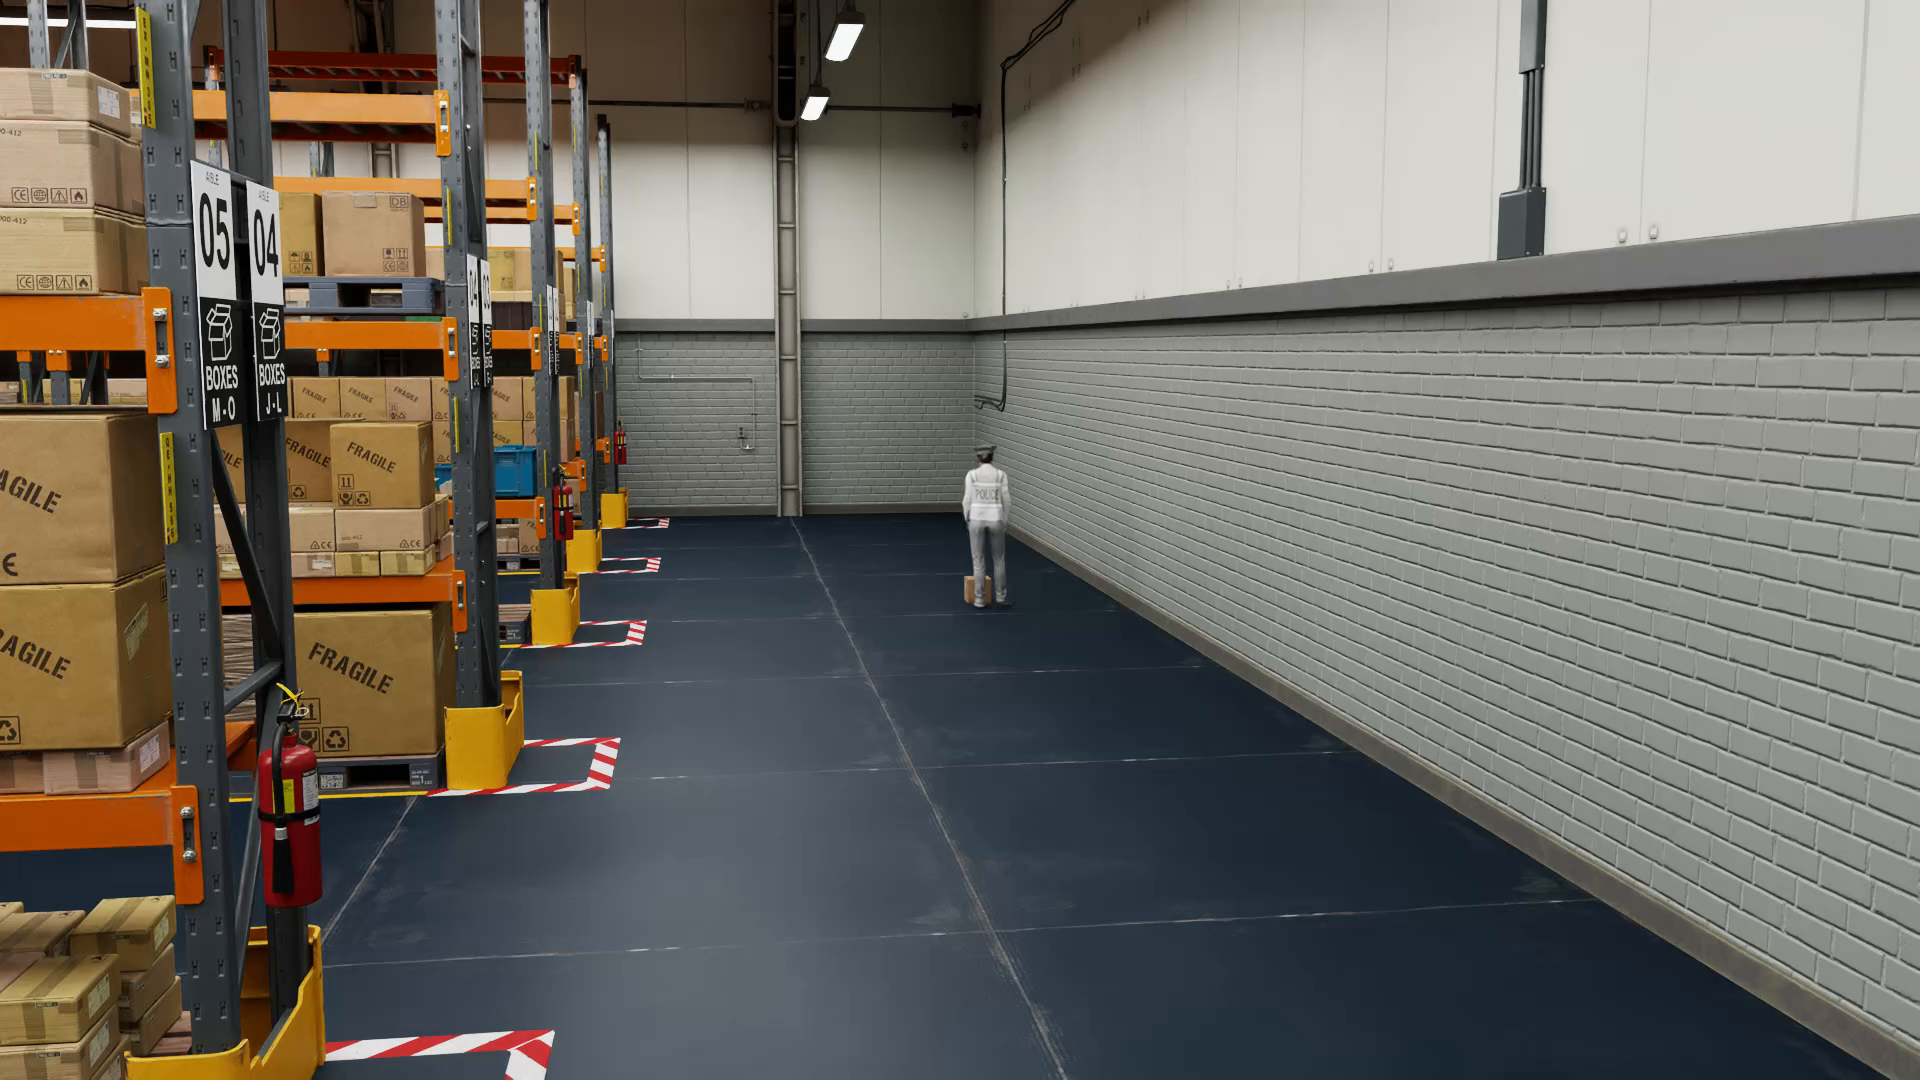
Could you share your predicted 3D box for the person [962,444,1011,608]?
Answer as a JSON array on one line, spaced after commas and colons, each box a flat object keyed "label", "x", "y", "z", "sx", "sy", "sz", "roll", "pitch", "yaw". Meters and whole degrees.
[{"label": "person", "x": 0.272, "y": -0.147, "z": 17.035, "sx": 0.521, "sy": 1.679, "sz": 0.514, "roll": -1, "pitch": 7, "yaw": -8}]
